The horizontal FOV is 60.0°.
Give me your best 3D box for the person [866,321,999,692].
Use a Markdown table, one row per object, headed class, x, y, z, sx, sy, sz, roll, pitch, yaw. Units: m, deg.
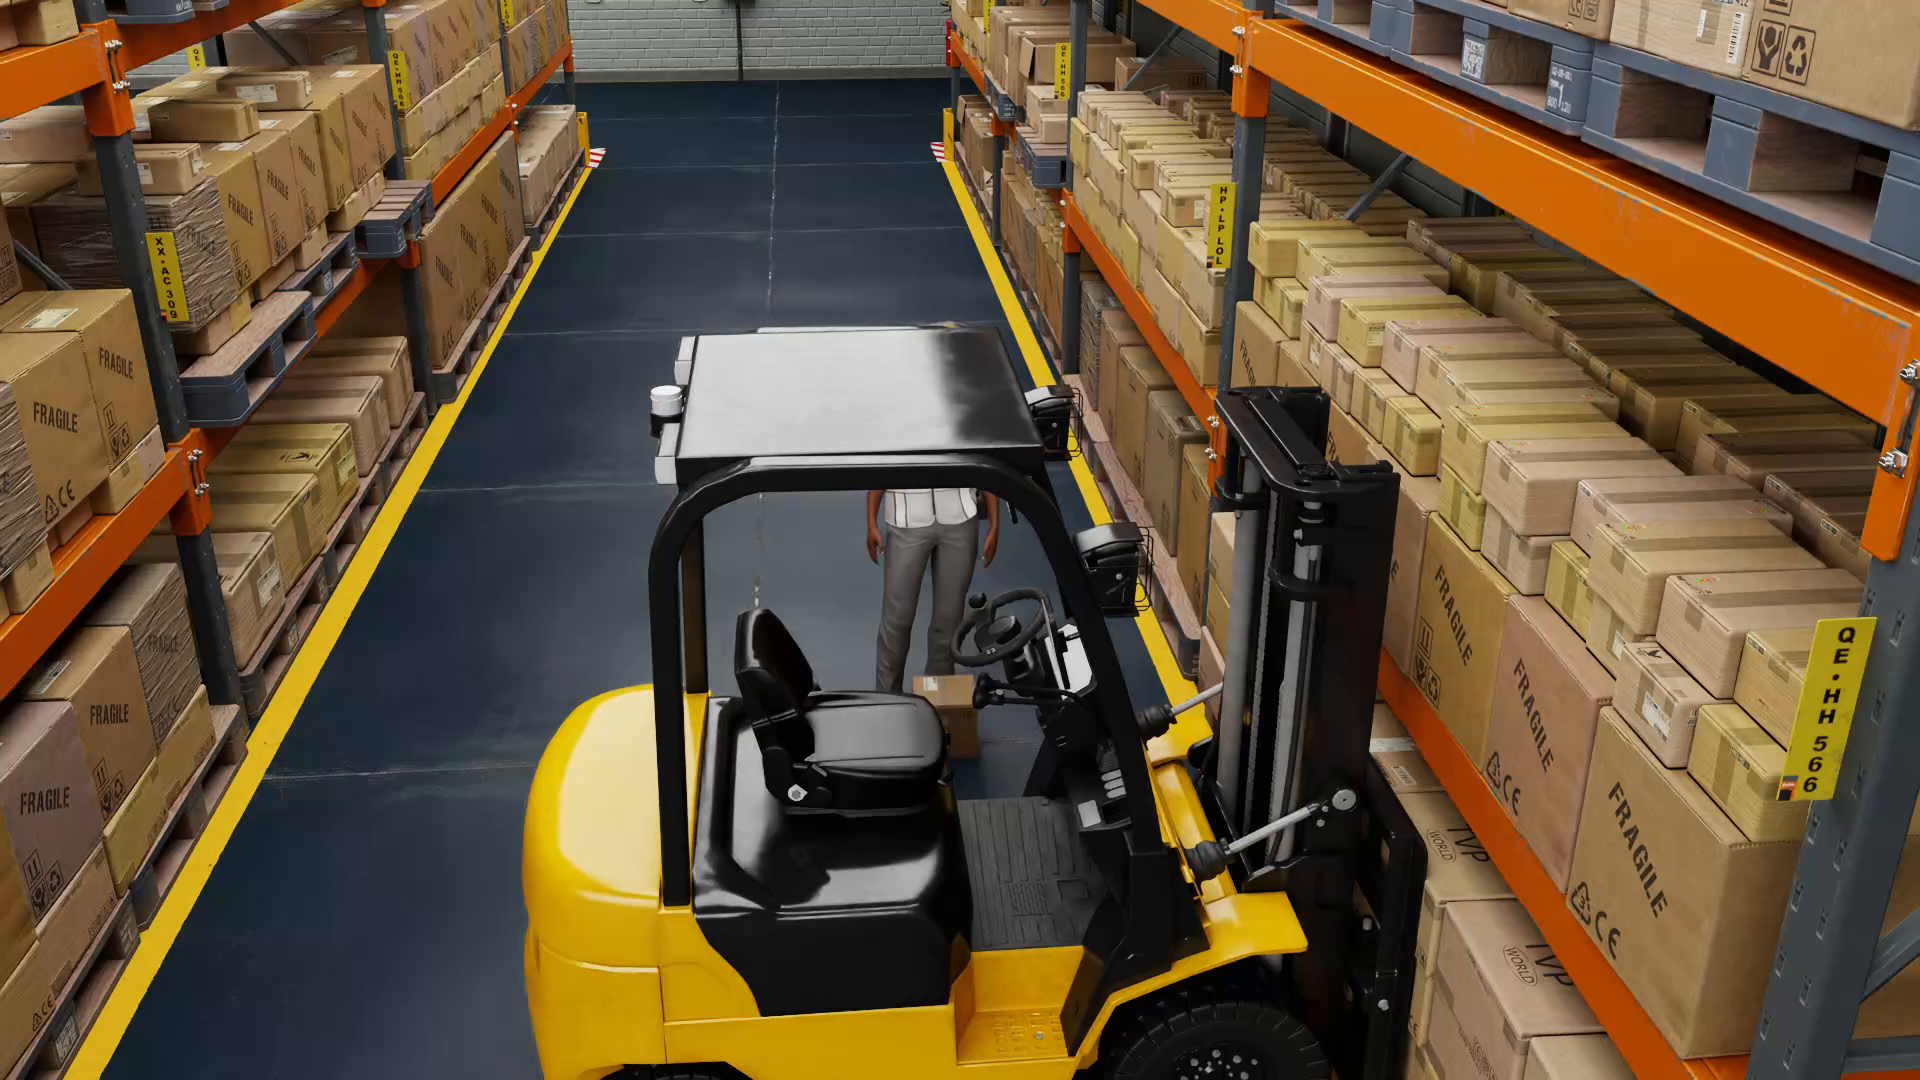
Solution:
| class | x | y | z | sx | sy | sz | roll | pitch | yaw |
| --- | --- | --- | --- | --- | --- | --- | --- | --- | --- |
| person | -0.116 | -0.030 | 6.607 | 0.569 | 1.693 | 0.529 | -2 | 24 | -5 |
